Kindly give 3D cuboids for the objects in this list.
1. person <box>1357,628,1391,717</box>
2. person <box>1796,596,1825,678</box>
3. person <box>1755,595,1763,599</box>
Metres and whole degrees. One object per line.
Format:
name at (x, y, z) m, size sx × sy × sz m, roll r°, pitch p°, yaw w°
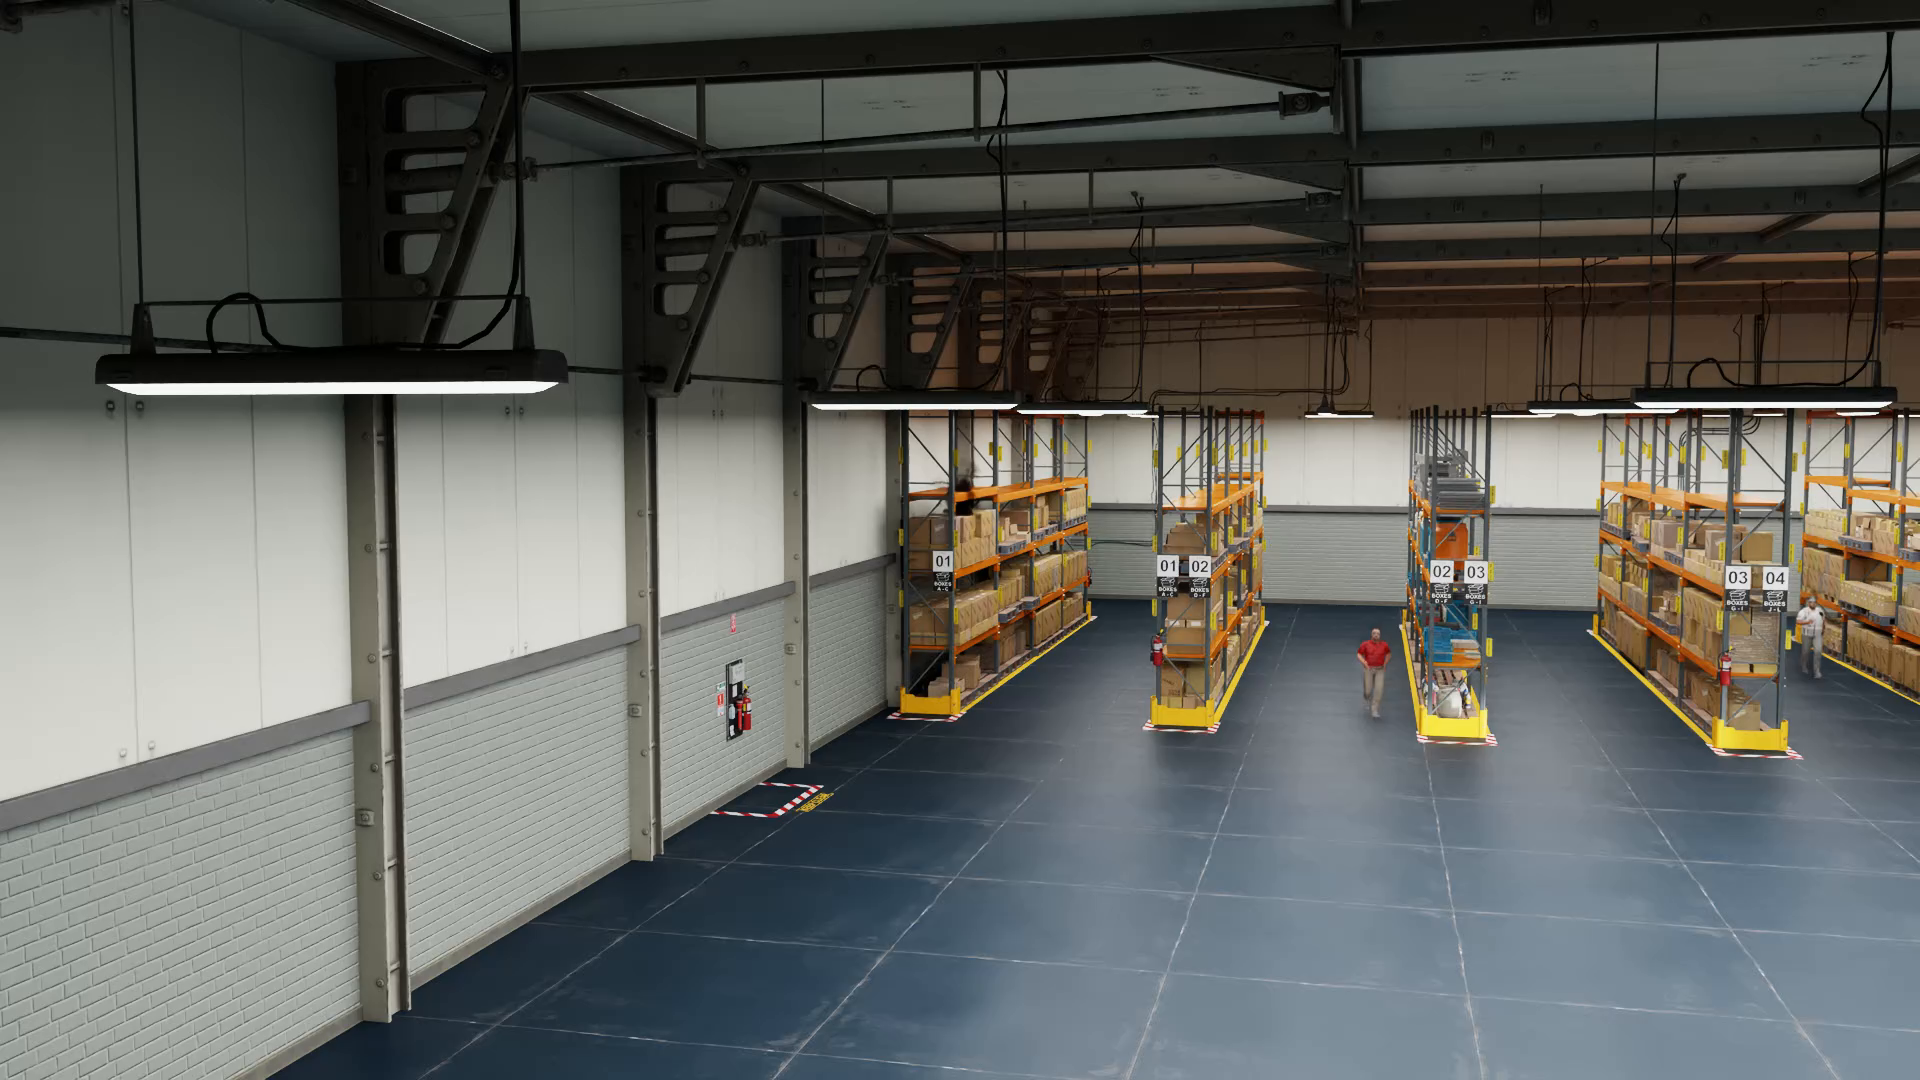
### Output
person at (8.050, 2.553, 32.309) m, size 0.660 × 1.699 × 0.772 m, roll 0°, pitch 4°, yaw 5°
person at (19.079, 2.137, 37.253) m, size 0.652 × 1.800 × 0.894 m, roll 1°, pitch 4°, yaw 13°
person at (20.442, 1.915, 42.706) m, size 0.581 × 1.552 × 0.673 m, roll 2°, pitch 5°, yaw 28°
